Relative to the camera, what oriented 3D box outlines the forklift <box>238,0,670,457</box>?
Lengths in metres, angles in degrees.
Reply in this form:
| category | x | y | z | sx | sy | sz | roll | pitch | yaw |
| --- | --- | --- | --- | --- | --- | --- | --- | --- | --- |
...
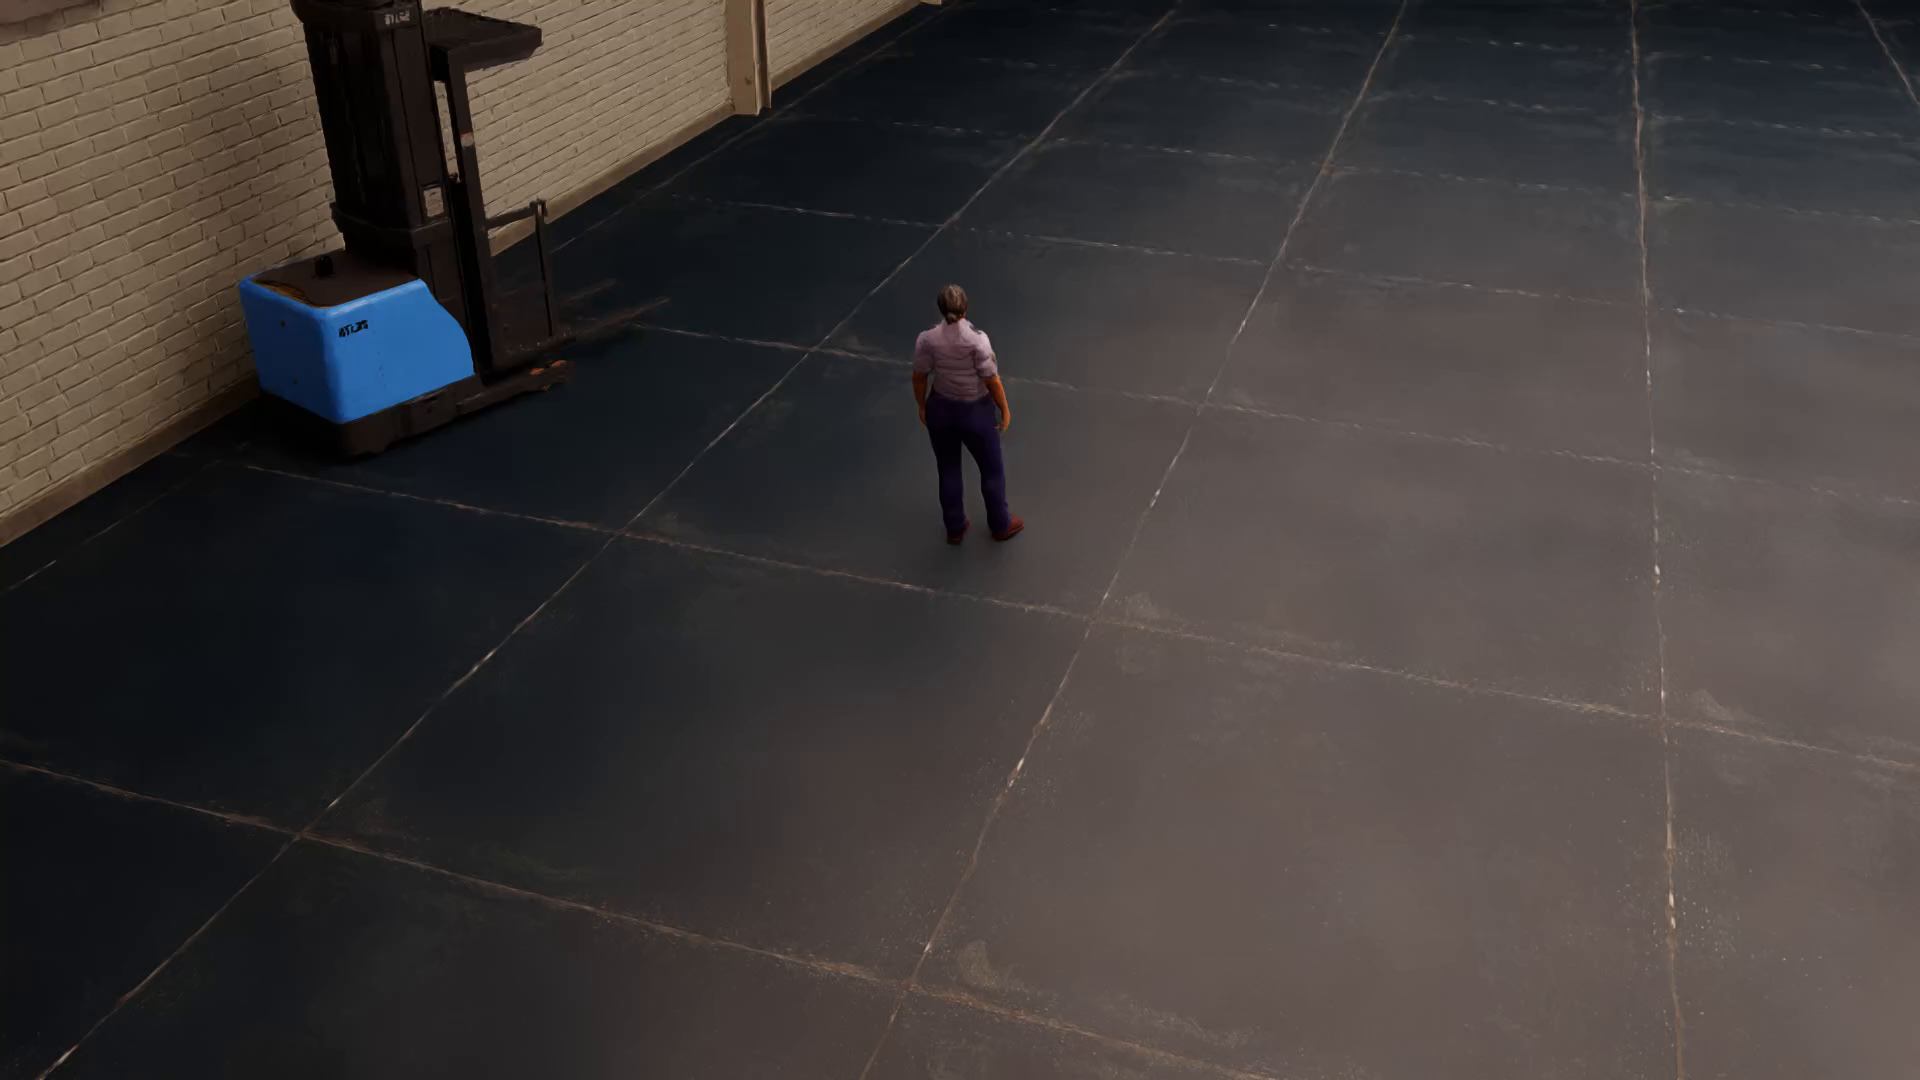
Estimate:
| category | x | y | z | sx | sy | sz | roll | pitch | yaw |
| --- | --- | --- | --- | --- | --- | --- | --- | --- | --- |
| forklift | -3.462 | -2.481 | 11.490 | 1.130 | 2.935 | 3.031 | 22 | 36 | 33 |

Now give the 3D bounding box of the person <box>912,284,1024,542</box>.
| category | x | y | z | sx | sy | sz | roll | pitch | yaw |
| --- | --- | --- | --- | --- | --- | --- | --- | --- | --- |
| person | 0.051 | -0.760 | 9.752 | 0.599 | 1.650 | 0.502 | 10 | 31 | 16 |
